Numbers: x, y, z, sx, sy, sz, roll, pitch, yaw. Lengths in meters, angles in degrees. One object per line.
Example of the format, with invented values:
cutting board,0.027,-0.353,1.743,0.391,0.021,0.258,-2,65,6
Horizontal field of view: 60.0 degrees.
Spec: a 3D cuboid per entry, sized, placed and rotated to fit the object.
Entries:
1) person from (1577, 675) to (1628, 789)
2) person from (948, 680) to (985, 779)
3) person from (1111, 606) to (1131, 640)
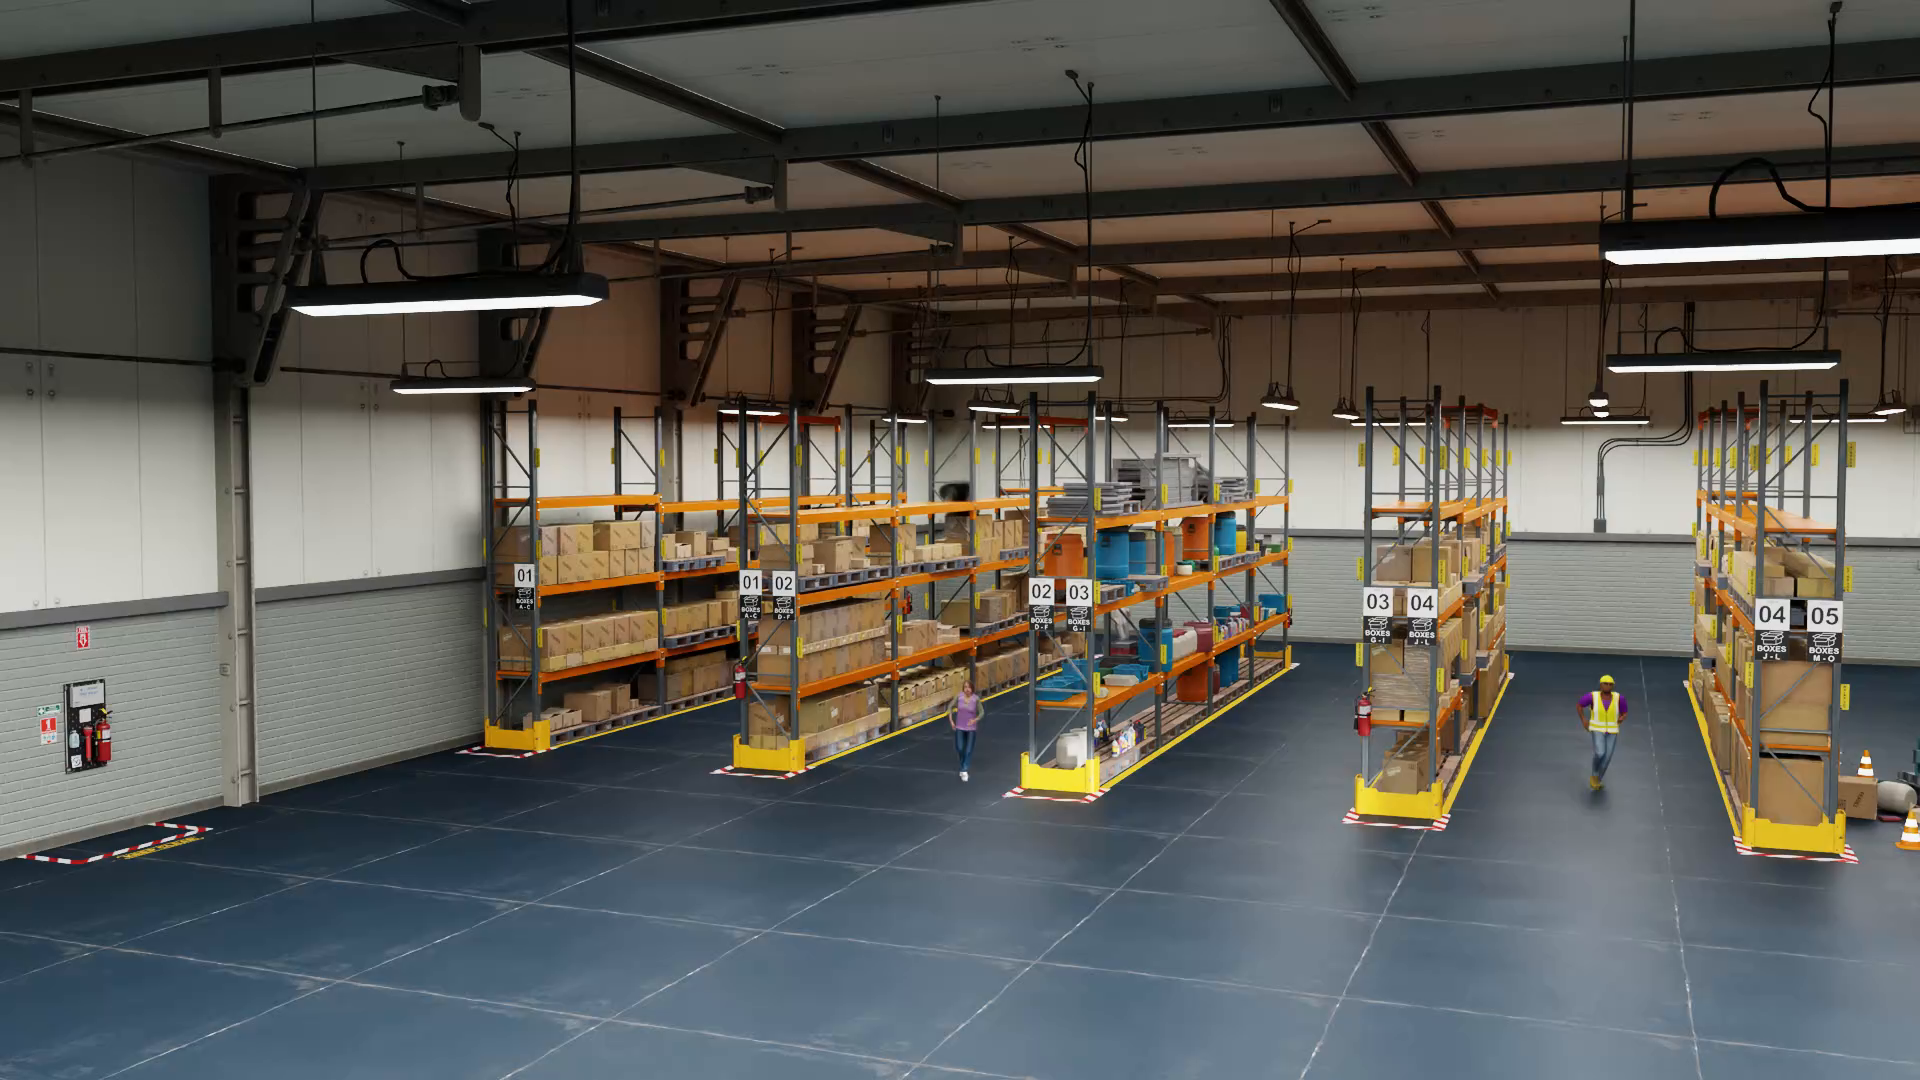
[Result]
person,9.690,2.889,25.014,0.687,1.730,0.705,0,3,5
person,0.089,2.945,25.752,0.585,1.559,0.497,0,3,4
person,4.006,2.113,41.763,0.591,1.676,0.766,-1,3,-21
